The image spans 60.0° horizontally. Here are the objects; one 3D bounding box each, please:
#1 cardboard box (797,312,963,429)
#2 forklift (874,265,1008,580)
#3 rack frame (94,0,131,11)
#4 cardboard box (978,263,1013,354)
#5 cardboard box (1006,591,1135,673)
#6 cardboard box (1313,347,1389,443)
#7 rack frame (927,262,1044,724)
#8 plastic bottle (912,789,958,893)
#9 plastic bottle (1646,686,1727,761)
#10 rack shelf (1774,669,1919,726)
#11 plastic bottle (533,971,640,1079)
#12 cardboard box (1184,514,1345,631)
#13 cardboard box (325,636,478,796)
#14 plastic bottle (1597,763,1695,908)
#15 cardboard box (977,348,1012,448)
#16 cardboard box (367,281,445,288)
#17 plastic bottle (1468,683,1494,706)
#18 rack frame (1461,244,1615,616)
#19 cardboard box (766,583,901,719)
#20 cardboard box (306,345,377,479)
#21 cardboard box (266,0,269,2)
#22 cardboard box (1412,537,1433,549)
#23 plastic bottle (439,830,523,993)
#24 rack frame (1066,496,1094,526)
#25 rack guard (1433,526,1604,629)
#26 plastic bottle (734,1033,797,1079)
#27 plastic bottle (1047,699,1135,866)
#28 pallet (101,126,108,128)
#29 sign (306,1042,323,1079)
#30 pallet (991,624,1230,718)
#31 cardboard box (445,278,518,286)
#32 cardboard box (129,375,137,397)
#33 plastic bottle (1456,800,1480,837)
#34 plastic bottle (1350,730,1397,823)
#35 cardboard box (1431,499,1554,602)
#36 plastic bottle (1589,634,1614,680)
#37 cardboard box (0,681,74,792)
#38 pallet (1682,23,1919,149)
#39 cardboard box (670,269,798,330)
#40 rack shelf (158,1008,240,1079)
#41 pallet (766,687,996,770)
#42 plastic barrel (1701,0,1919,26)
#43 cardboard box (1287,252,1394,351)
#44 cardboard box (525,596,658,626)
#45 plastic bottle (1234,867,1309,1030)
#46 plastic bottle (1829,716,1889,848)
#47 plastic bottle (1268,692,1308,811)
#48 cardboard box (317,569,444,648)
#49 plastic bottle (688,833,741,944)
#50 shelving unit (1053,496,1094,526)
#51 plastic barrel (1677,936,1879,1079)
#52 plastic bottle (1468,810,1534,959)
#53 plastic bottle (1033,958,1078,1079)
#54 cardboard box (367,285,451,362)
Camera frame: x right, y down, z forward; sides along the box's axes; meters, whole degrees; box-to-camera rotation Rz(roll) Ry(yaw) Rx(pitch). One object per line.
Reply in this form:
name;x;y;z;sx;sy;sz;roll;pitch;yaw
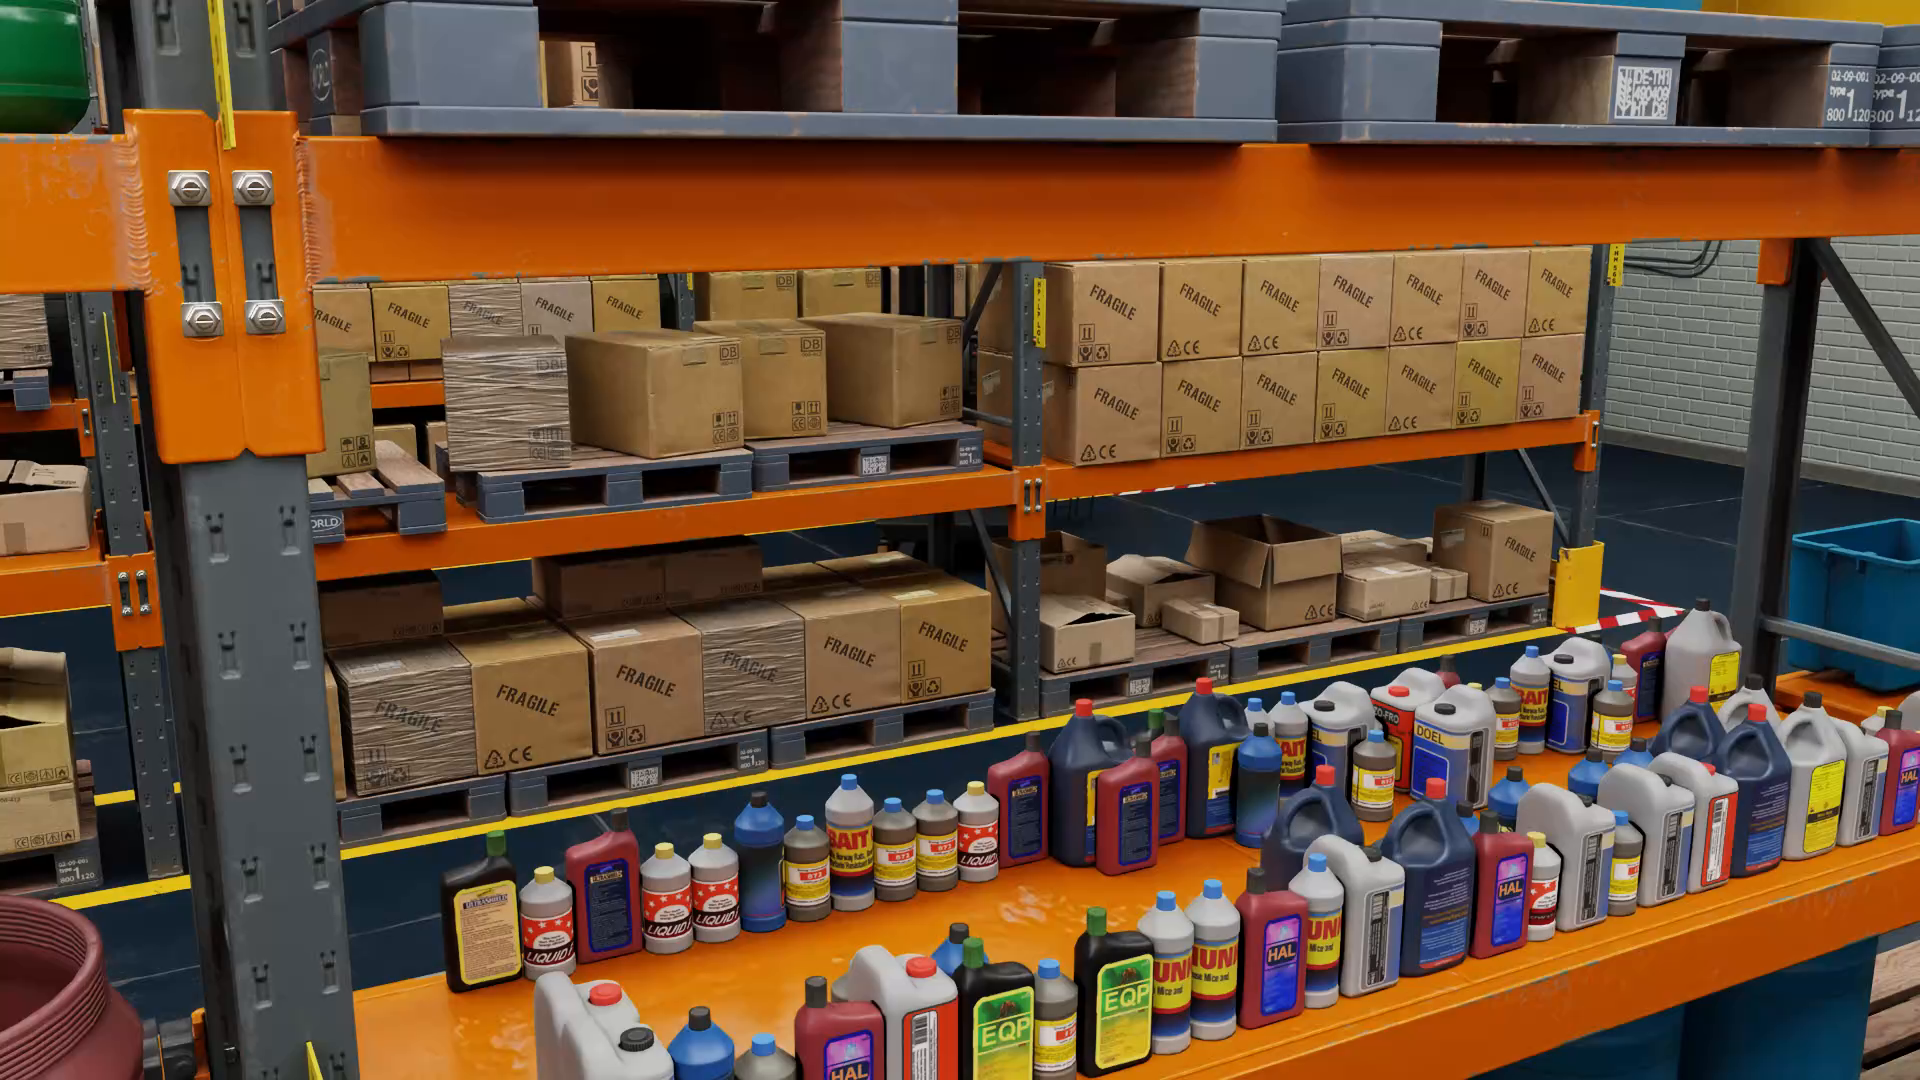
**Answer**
cardboard box;-0.410;-0.879;8.500;0.700;0.500;0.500;11;17;41
forklift;-0.030;-1.293;11.677;1.130;2.935;3.031;1;13;3
rack frame;-1.028;-2.183;1.815;0.127;3.000;1.000;-7;14;-28
cardboard box;0.433;-1.272;8.924;0.500;0.500;0.500;-7;14;-28
cardboard box;0.585;0.462;8.845;0.500;0.311;0.500;-7;14;-28
cardboard box;2.025;-0.843;9.294;0.500;0.500;0.500;-7;14;-29
rack frame;0.113;-0.632;8.587;0.127;3.000;1.000;-7;14;-28
plastic bottle;-0.052;0.621;3.469;0.097;0.201;0.097;0;13;0
plastic bottle;1.602;0.498;3.676;0.185;0.351;0.144;-7;14;-28
rack shelf;4.239;0.463;5.357;4.000;0.370;1.077;-7;14;-28
plastic bottle;-0.566;0.792;2.543;0.135;0.276;0.152;-7;14;-28
cardboard box;1.760;0.172;9.695;0.637;0.503;0.797;-7;14;-28
cardboard box;-2.405;0.744;7.161;0.500;0.500;0.500;-7;15;-30
plastic bottle;1.411;0.593;3.426;0.135;0.276;0.152;-7;14;-28
cardboard box;0.429;-0.783;9.029;0.500;0.500;0.500;-7;14;-27
cardboard box;-3.899;-1.898;11.553;0.500;0.250;0.500;-7;15;-29
plastic bottle;1.287;0.461;4.182;0.097;0.201;0.097;0;13;0
rack frame;3.624;-1.053;10.456;0.127;3.000;1.000;-7;14;-28
cardboard box;-0.621;0.530;8.113;0.500;0.500;0.500;-7;14;-28
cardboard box;-2.899;-0.553;7.051;0.700;0.500;0.500;11;17;41
cardboard box;-2.564;-2.310;6.704;0.500;0.500;0.500;-7;14;-28
cardboard box;3.092;0.101;10.820;0.250;0.149;0.380;-7;14;-28
plastic bottle;-0.877;0.676;3.041;0.133;0.283;0.061;-7;14;-28
rack frame;0.997;-0.682;12.941;0.240;1.200;0.006;-8;25;-33
rack guard;3.557;0.174;10.695;0.348;0.500;1.175;-7;14;-28
plastic bottle;-0.293;0.840;2.497;0.097;0.201;0.097;0;13;0
plastic bottle;0.286;0.514;3.606;0.185;0.351;0.144;-7;14;-28
pallet;-5.235;-2.615;10.995;1.003;0.211;1.213;-6;14;-25
sign;-0.758;0.769;1.988;0.005;0.325;0.100;-7;14;-28
pallet;0.716;0.656;9.213;1.213;0.211;1.003;-7;14;-28
cardboard box;-3.452;-1.952;11.792;0.500;0.250;0.500;-7;14;-27
cardboard box;-5.375;-1.043;10.938;0.250;0.149;0.380;-7;14;-29
plastic bottle;0.972;0.639;3.231;0.097;0.271;0.097;0;13;0
plastic bottle;0.954;0.539;3.836;0.097;0.201;0.097;0;13;0
cardboard box;3.265;0.056;10.218;0.500;0.500;0.500;-7;14;-28
plastic bottle;1.662;0.382;4.374;0.097;0.271;0.097;0;13;0
cardboard box;-3.740;0.754;6.455;0.500;0.311;0.500;-6;14;-26
pallet;1.842;-0.947;3.585;1.003;0.211;1.213;-7;14;-28
cardboard box;-1.780;-1.787;13.033;0.700;0.700;0.980;-7;14;-27
rack shelf;-2.783;1.305;1.618;4.000;0.370;1.077;-7;14;-28
pallet;-0.583;0.821;8.480;1.213;0.211;1.003;-7;14;-28
plastic barrel;1.779;-1.302;3.347;0.600;0.588;0.600;0;13;0
cardboard box;2.018;-1.327;9.169;0.500;0.500;0.500;-6;14;-26
cardboard box;-1.777;0.539;8.073;0.500;0.500;0.500;-7;15;-30
plastic bottle;0.543;0.704;2.913;0.133;0.283;0.061;-7;14;-28
plastic bottle;1.971;0.525;3.725;0.135;0.276;0.152;-7;14;-28
plastic bottle;0.763;0.490;3.895;0.097;0.271;0.097;0;13;0
cardboard box;-2.642;0.277;7.529;0.500;0.250;0.500;-6;14;-26
plastic bottle;-0.479;0.673;3.241;0.097;0.201;0.097;0;13;0
shelving unit;0.947;-0.714;13.011;0.258;1.200;0.189;-8;25;-33
plastic barrel;1.997;1.196;4.288;0.708;0.901;0.600;-7;14;-28
plastic bottle;1.026;0.647;3.170;0.133;0.283;0.061;-7;14;-28
plastic bottle;0.145;0.788;2.730;0.097;0.201;0.097;0;13;0
cardboard box;-3.872;-1.533;11.637;0.500;0.500;0.500;-6;14;-26
